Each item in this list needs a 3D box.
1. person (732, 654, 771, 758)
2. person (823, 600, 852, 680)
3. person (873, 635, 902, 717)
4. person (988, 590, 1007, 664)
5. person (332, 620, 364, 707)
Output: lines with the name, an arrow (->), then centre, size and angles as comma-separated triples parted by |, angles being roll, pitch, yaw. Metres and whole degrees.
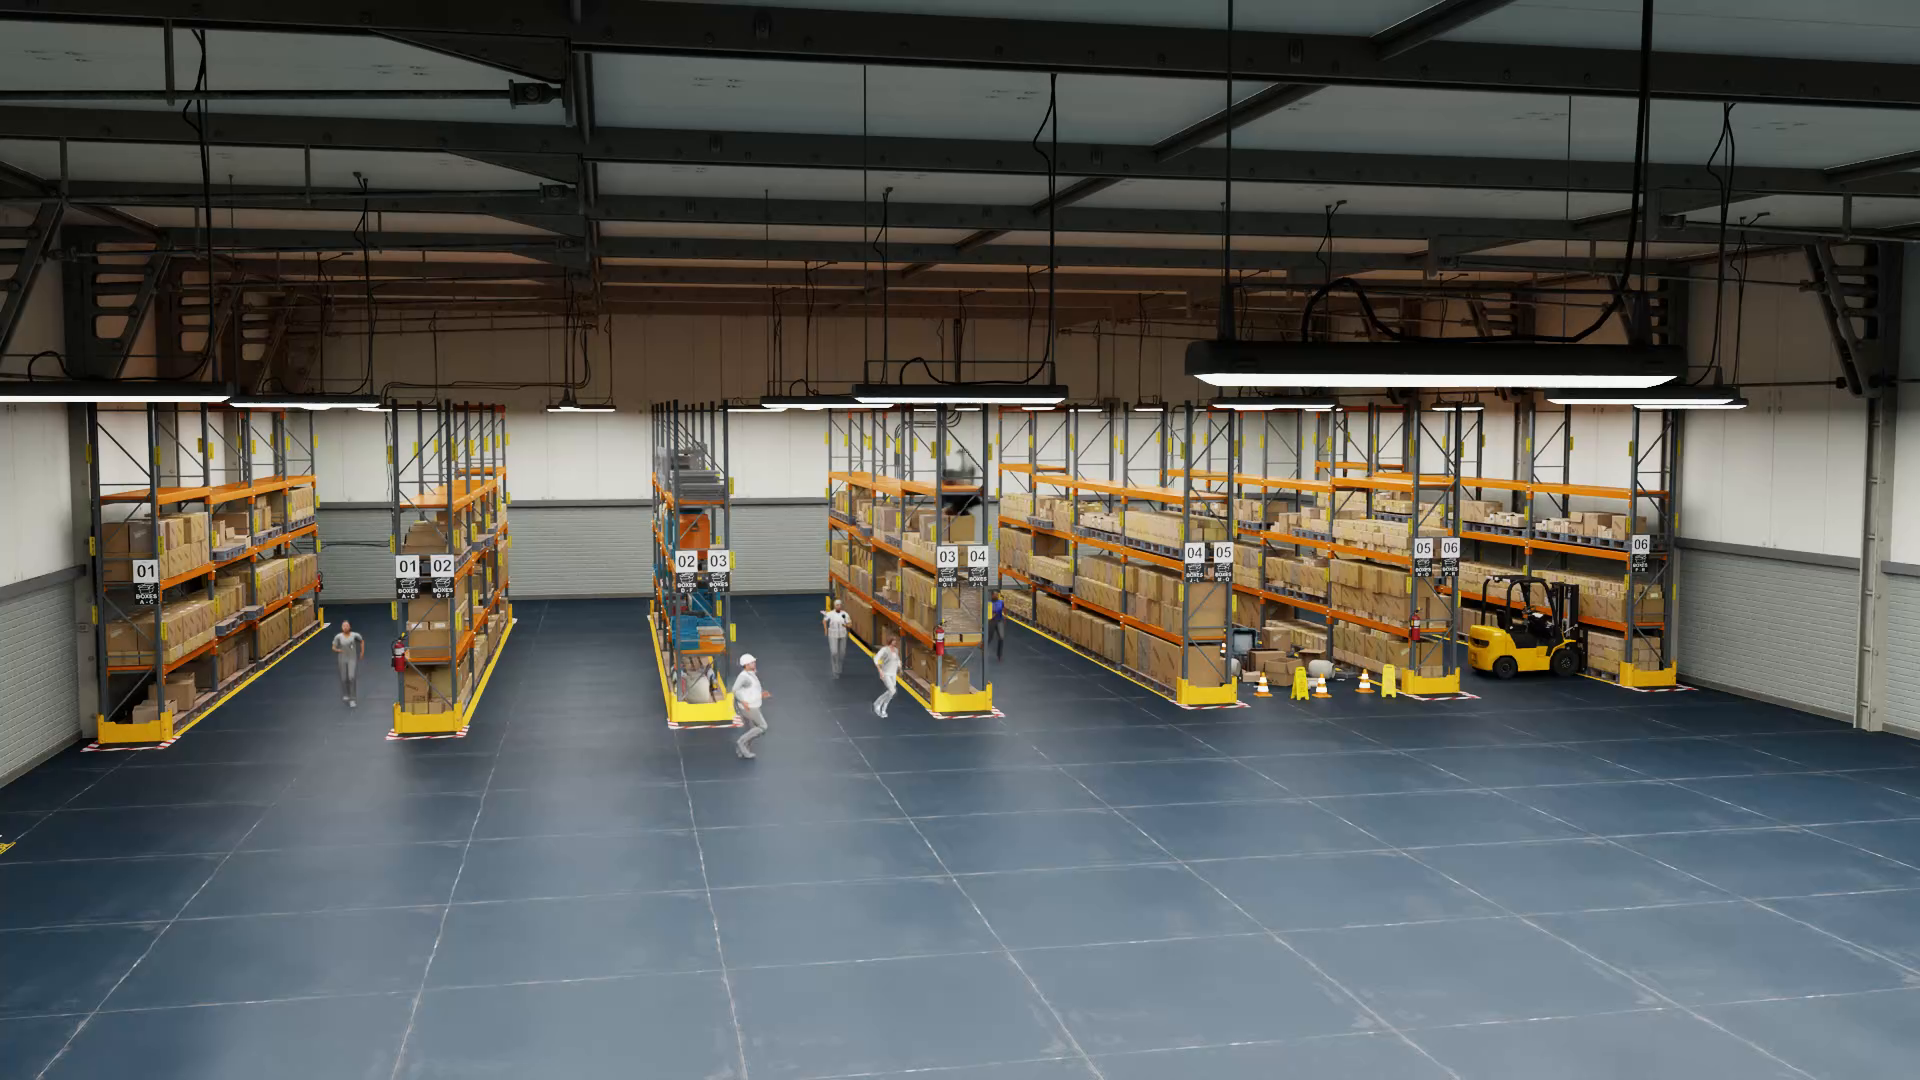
person -> -3.443, 2.765, 27.664 | 0.591, 1.730, 0.644 | 0, 4, 5
person -> -2.666, 2.149, 36.301 | 0.589, 1.706, 0.847 | -1, 4, -16
person -> -1.314, 2.575, 31.520 | 0.502, 1.553, 0.534 | 4, 6, 41
person -> 0.809, 2.000, 38.561 | 0.585, 1.704, 0.891 | -1, 4, -15
person -> -12.056, 2.432, 32.770 | 0.584, 1.743, 0.747 | -1, 4, -15
